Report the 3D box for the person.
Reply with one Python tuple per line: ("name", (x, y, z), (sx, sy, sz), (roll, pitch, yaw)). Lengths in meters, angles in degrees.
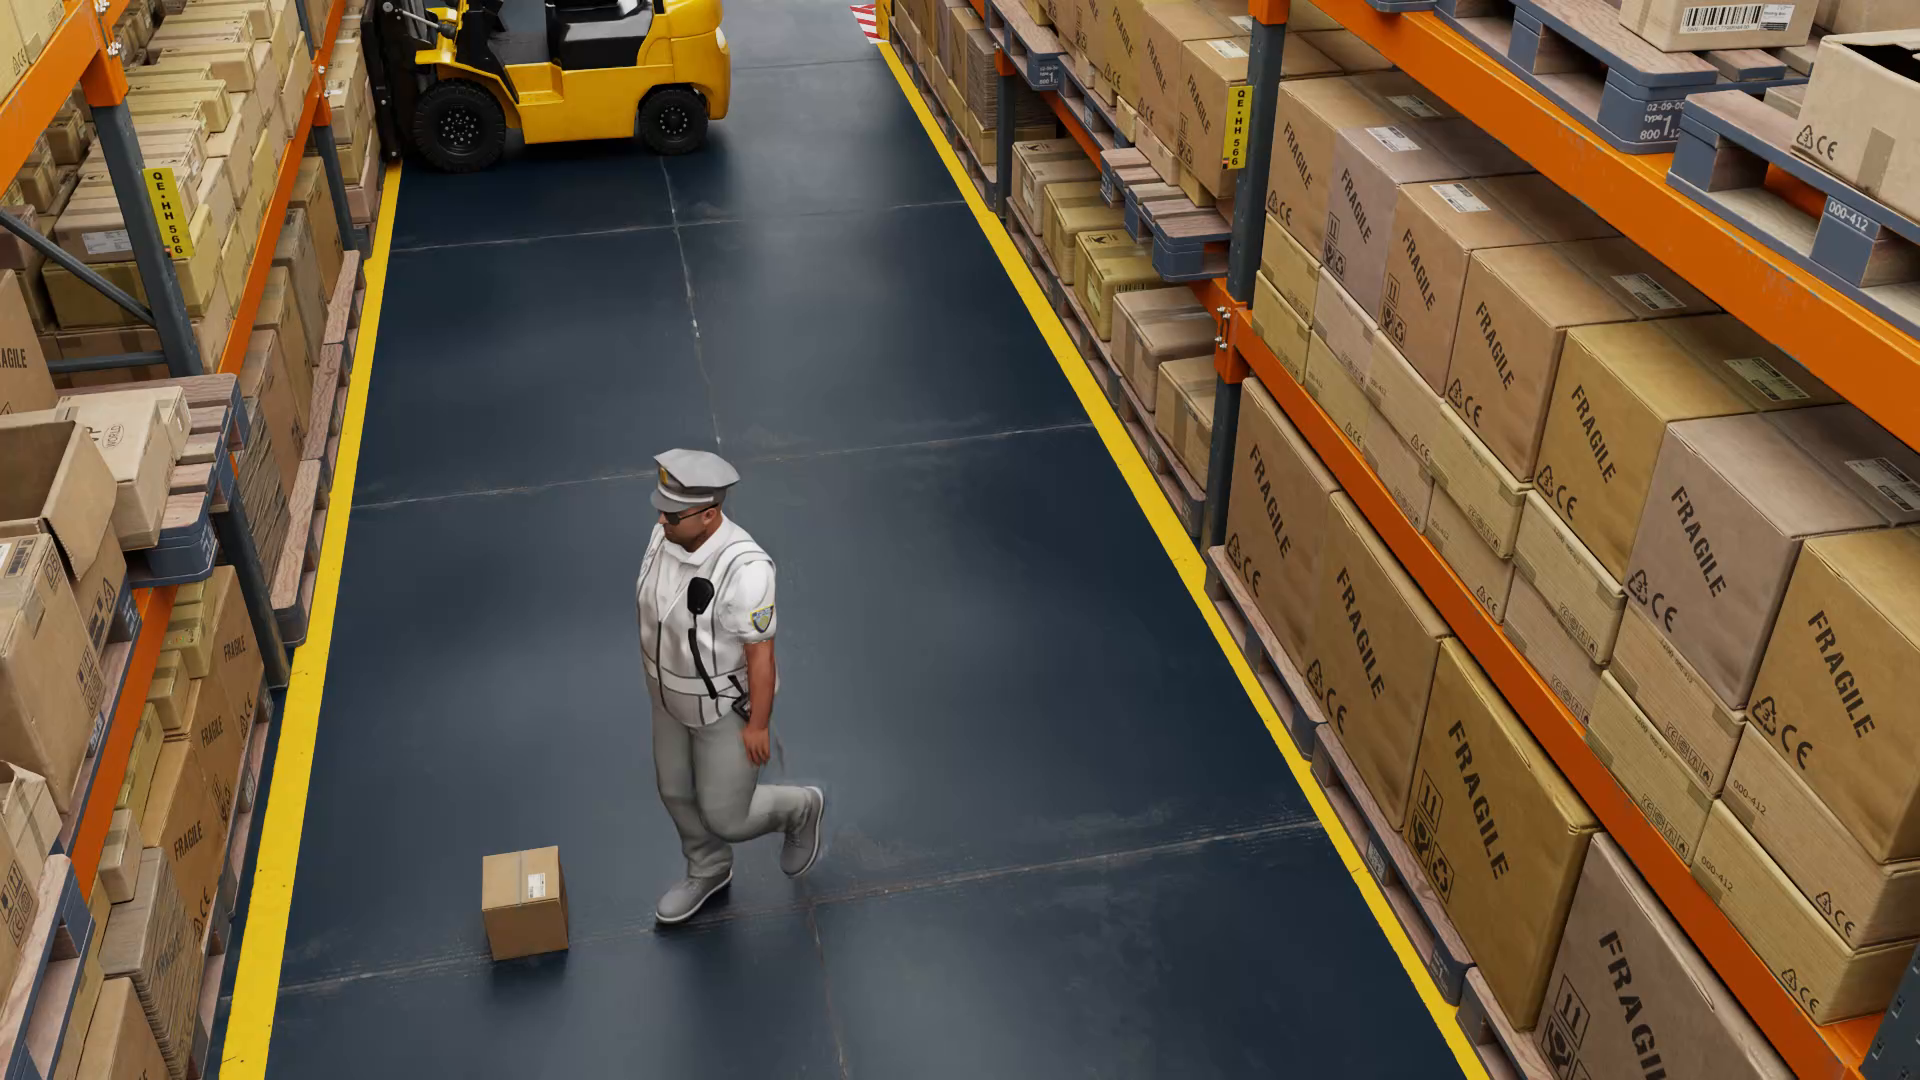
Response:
("person", (-0.792, 0.475, 5.390), (0.537, 1.745, 0.643), (27, 42, 33))
